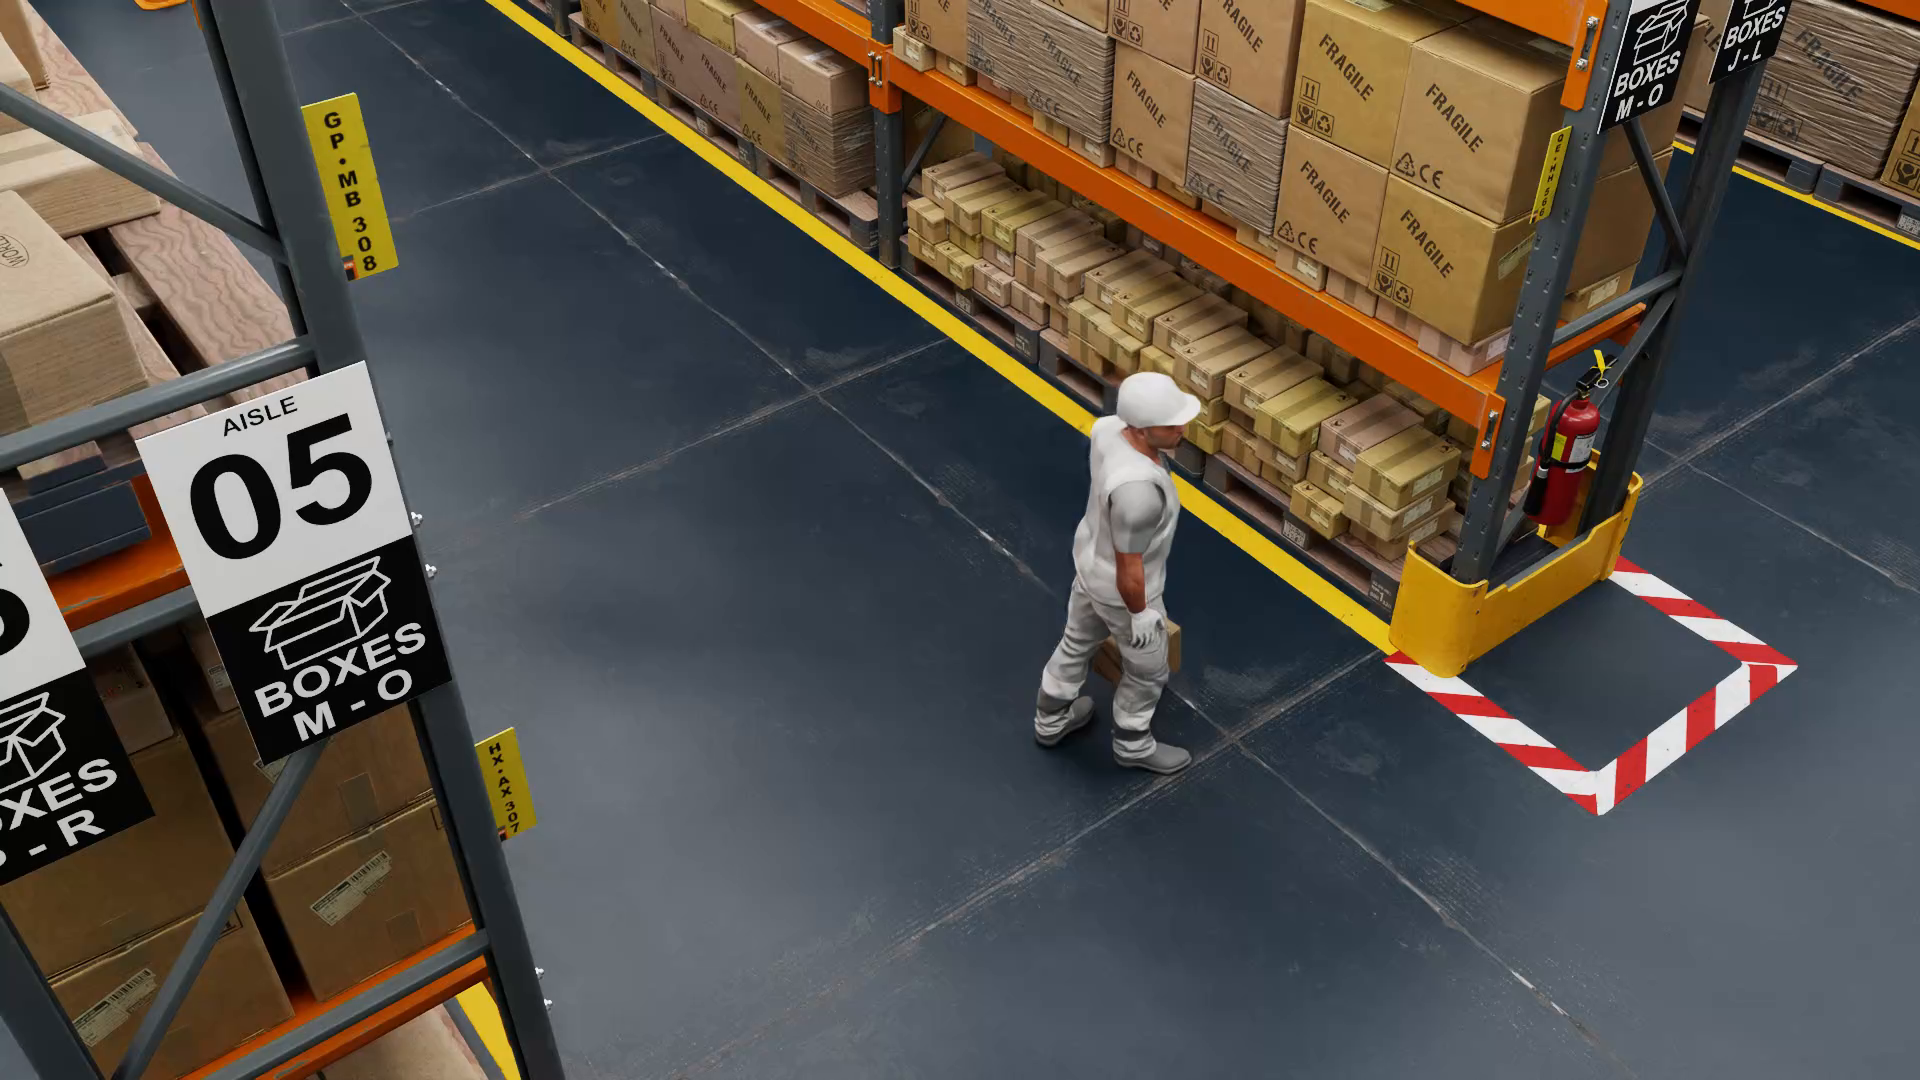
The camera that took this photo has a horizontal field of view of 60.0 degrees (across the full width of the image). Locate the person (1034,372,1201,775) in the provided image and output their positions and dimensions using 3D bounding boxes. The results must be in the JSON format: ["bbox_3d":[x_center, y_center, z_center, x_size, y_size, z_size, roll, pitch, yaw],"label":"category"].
[{"bbox_3d":[0.591,0.133,5.979,0.581,1.786,0.540,-6,40,-7],"label":"person"}]
